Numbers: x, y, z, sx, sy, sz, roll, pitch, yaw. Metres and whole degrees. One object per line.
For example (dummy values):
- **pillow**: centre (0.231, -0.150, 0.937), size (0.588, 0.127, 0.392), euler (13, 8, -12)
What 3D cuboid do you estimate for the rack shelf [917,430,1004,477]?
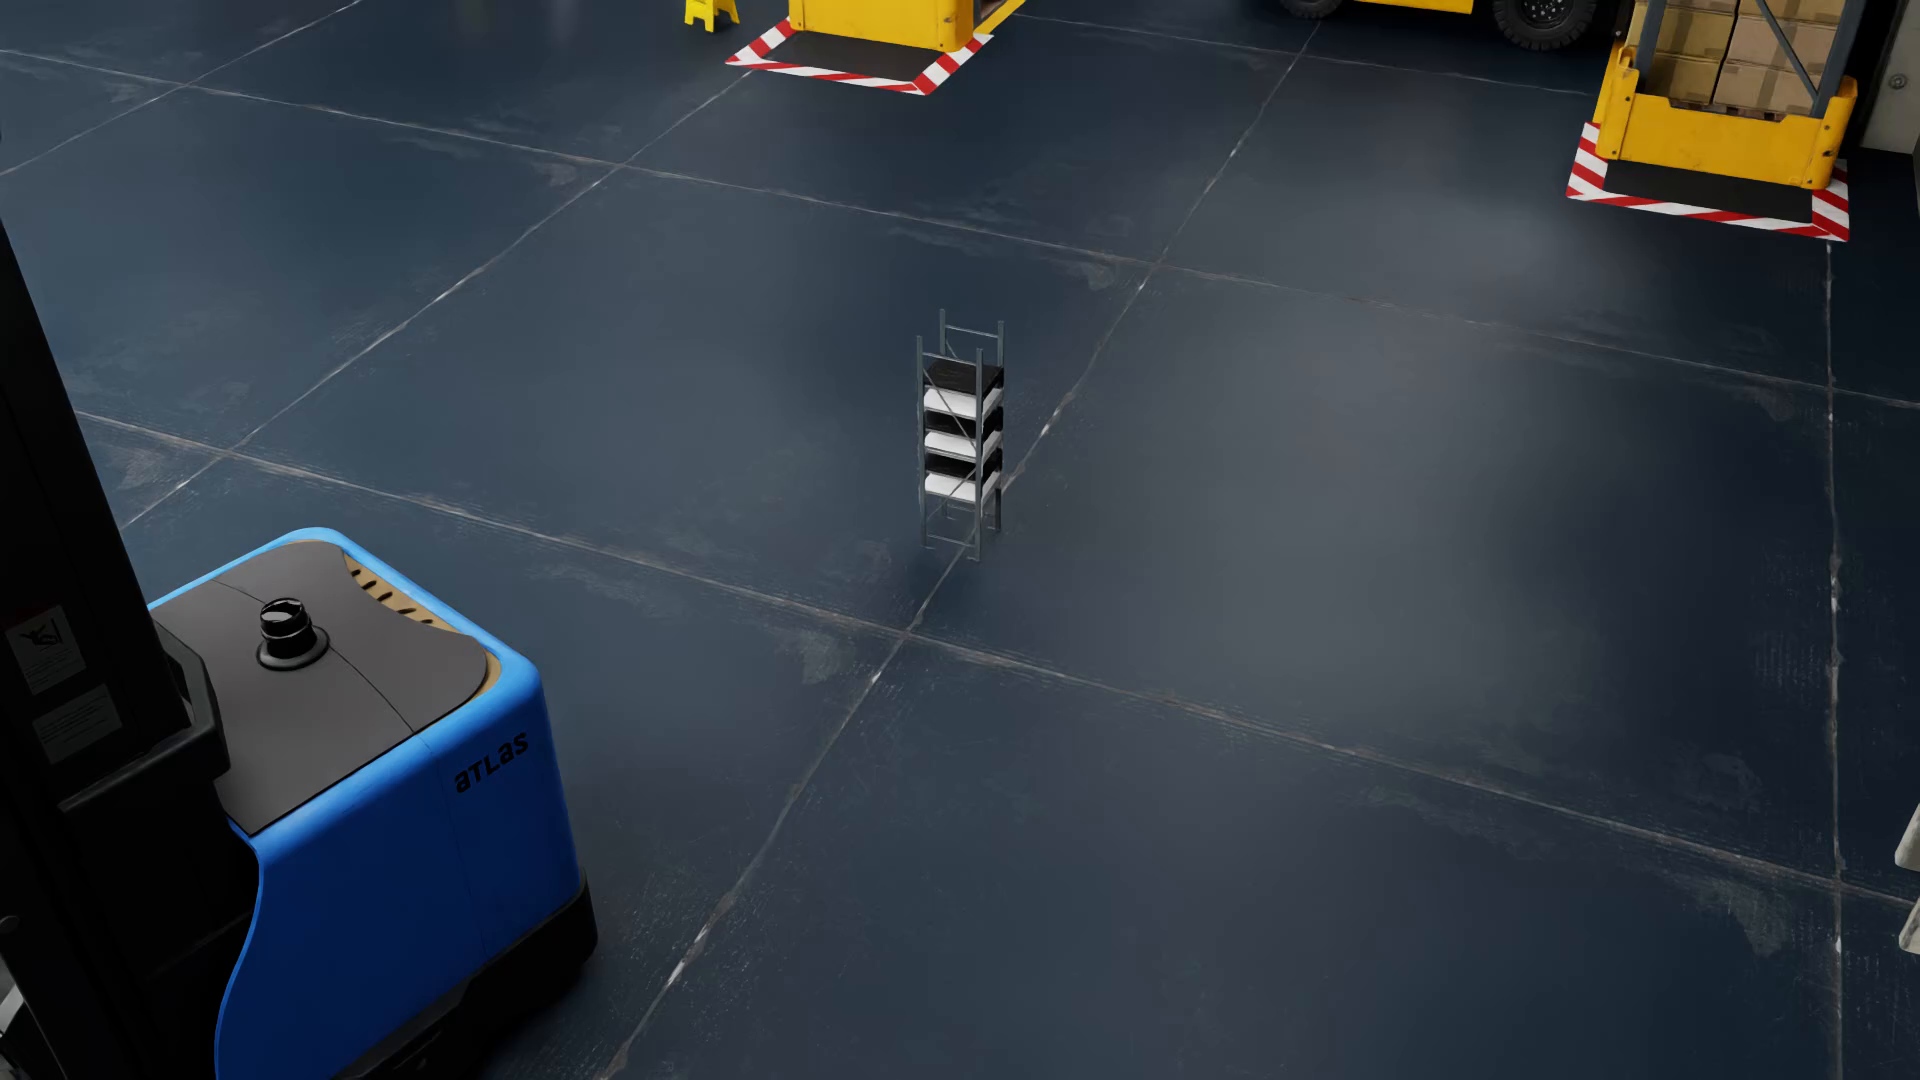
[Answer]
- **rack shelf**: centre (0.003, -0.338, 6.007), size (0.258, 0.077, 0.200), euler (14, 39, 18)

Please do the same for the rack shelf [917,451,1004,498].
- **rack shelf**: centre (0.003, -0.266, 6.060), size (0.258, 0.077, 0.200), euler (14, 39, 18)

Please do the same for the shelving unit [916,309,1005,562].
- **shelving unit**: centre (0.003, -0.365, 5.987), size (0.258, 0.900, 0.210), euler (14, 39, 18)

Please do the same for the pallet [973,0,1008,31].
- **pallet**: centre (-0.160, -3.757, 11.101), size (1.003, 0.211, 1.213), euler (14, 39, 18)

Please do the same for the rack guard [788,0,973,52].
- **rack guard**: centre (-0.502, -3.431, 10.423), size (1.175, 0.500, 0.348), euler (14, 39, 18)

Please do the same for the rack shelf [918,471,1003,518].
- **rack shelf**: centre (0.003, -0.194, 6.114), size (0.258, 0.077, 0.200), euler (14, 39, 18)

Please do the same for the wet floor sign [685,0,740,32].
- **wet floor sign**: centre (-1.593, -3.586, 10.509), size (0.267, 0.644, 0.232), euler (29, 45, 33)

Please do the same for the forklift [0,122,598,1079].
- **forklift**: centre (-2.345, 0.485, 3.152), size (1.130, 2.935, 3.031), euler (27, 44, 31)

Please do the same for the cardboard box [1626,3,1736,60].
- **cardboard box**: centre (3.957, -2.870, 9.112), size (0.500, 0.250, 0.500), euler (13, 39, 17)

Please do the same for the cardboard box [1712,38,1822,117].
- **cardboard box**: centre (4.429, -2.556, 9.110), size (0.500, 0.250, 0.500), euler (14, 39, 18)

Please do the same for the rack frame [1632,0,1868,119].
- **rack frame**: centre (4.061, -3.262, 8.108), size (1.000, 3.000, 0.127), euler (14, 39, 18)

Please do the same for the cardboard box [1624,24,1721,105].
- **cardboard box**: centre (3.947, -2.661, 9.250), size (0.500, 0.250, 0.500), euler (14, 39, 18)

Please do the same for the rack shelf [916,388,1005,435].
- **rack shelf**: centre (0.003, -0.482, 5.899), size (0.258, 0.077, 0.200), euler (14, 39, 18)

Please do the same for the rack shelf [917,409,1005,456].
- **rack shelf**: centre (0.003, -0.410, 5.953), size (0.258, 0.077, 0.200), euler (14, 39, 18)

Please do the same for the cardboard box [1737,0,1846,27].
- **cardboard box**: centre (4.419, -2.952, 8.805), size (0.500, 0.250, 0.500), euler (13, 39, 17)

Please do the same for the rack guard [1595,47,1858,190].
- **rack guard**: centre (4.052, -2.247, 8.839), size (1.175, 0.500, 0.348), euler (14, 39, 18)

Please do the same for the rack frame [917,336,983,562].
- **rack frame**: centre (-0.036, -0.309, 5.911), size (0.240, 0.900, 0.006), euler (14, 39, 18)

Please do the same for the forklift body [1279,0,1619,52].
- **forklift body**: centre (3.095, -4.387, 10.323), size (2.313, 2.155, 1.214), euler (14, 39, 18)

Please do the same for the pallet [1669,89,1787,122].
- **pallet**: centre (4.313, -2.578, 9.522), size (1.003, 0.211, 1.213), euler (14, 39, 18)

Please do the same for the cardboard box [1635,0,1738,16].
- **cardboard box**: centre (3.948, -3.055, 8.943), size (0.500, 0.250, 0.500), euler (15, 39, 19)

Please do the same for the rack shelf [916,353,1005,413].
- **rack shelf**: centre (0.003, -0.554, 5.845), size (0.258, 0.077, 0.200), euler (14, 39, 18)

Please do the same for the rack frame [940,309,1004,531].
- **rack frame**: centre (0.042, -0.421, 6.062), size (0.240, 0.900, 0.006), euler (14, 39, 18)

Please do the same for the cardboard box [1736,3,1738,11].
- **cardboard box**: centre (4.612, -3.022, 9.316), size (0.500, 0.250, 0.500), euler (13, 39, 17)

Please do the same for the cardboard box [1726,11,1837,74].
- **cardboard box**: centre (4.432, -2.742, 8.941), size (0.500, 0.250, 0.500), euler (15, 39, 19)
